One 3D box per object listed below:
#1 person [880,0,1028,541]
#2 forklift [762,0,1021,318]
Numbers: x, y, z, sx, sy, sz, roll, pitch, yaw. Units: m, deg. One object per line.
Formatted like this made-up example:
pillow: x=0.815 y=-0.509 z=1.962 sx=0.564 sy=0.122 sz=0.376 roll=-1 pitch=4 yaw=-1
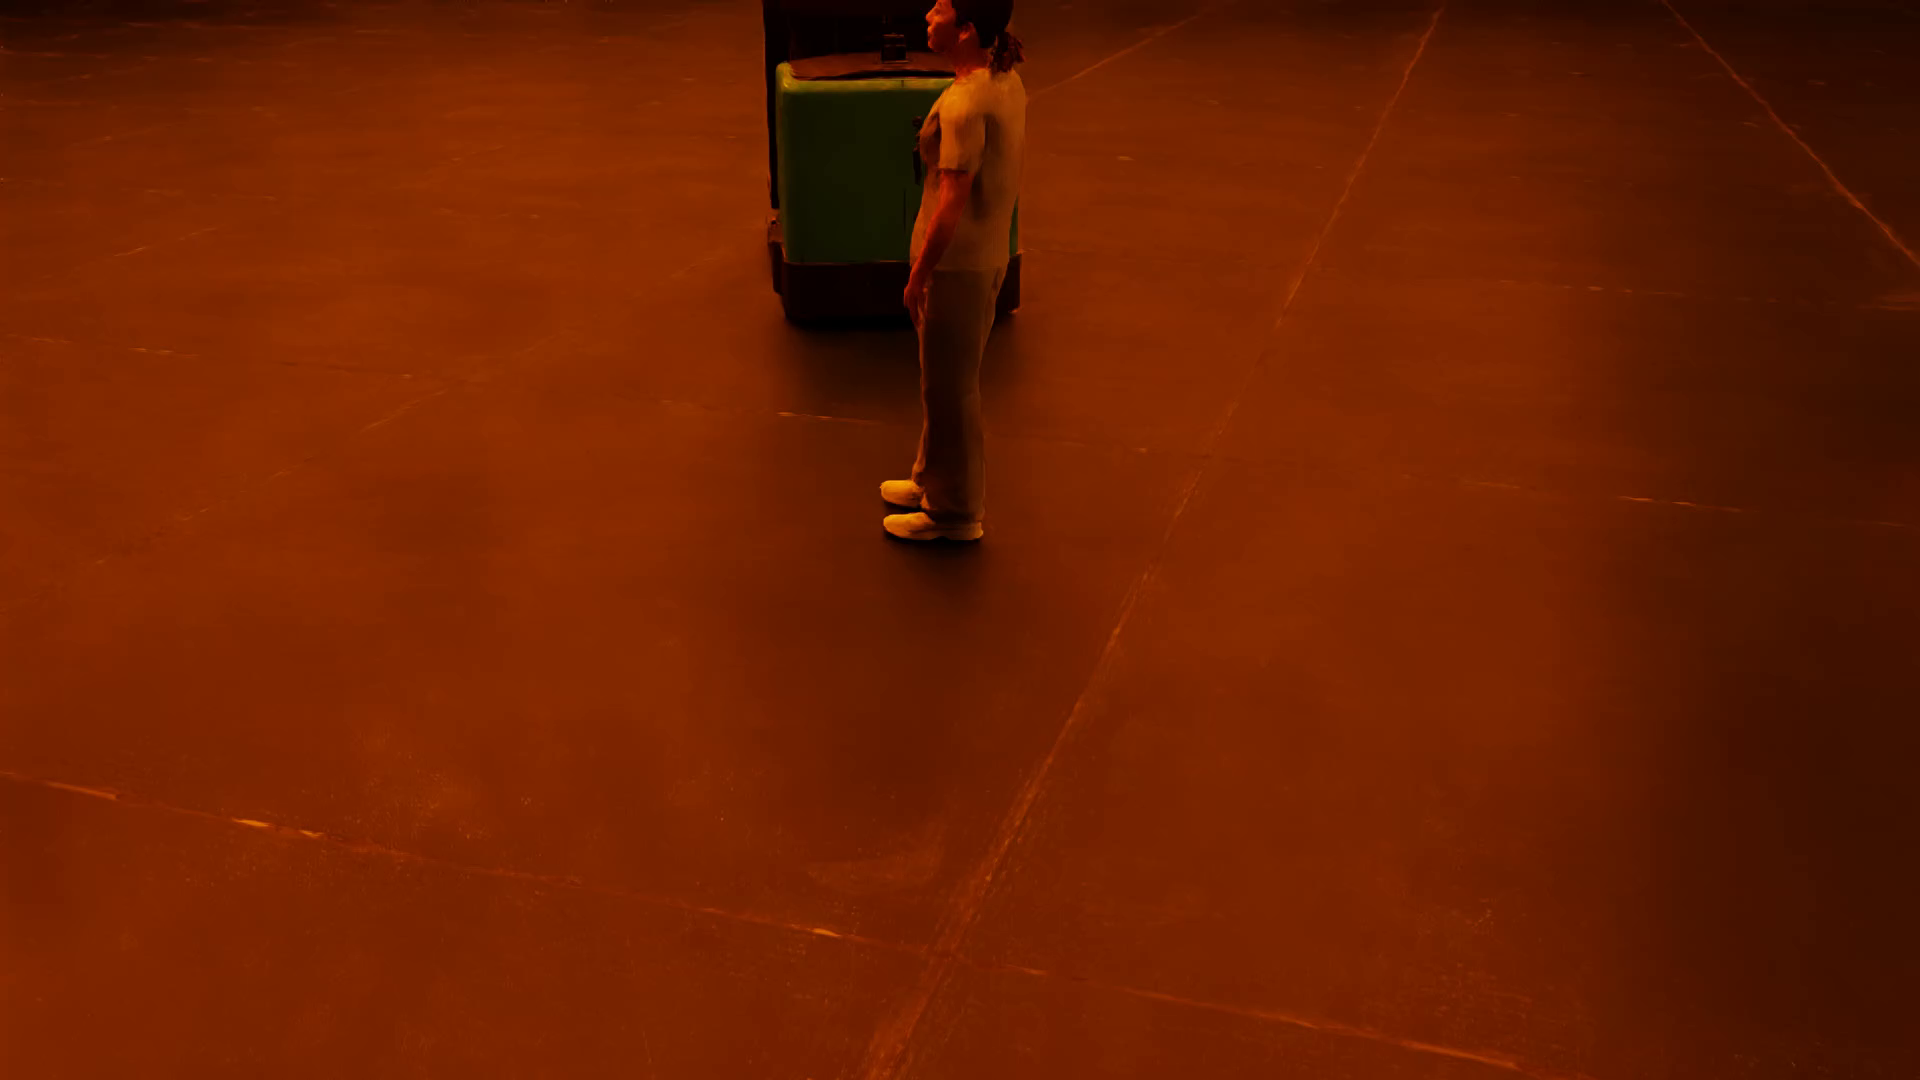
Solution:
person: x=-0.067 y=-0.794 z=4.830 sx=0.548 sy=1.674 sz=0.550 roll=7 pitch=23 yaw=16
forklift: x=-0.442 y=-2.857 z=8.200 sx=1.130 sy=2.935 sz=3.031 roll=-3 pitch=23 yaw=-7
